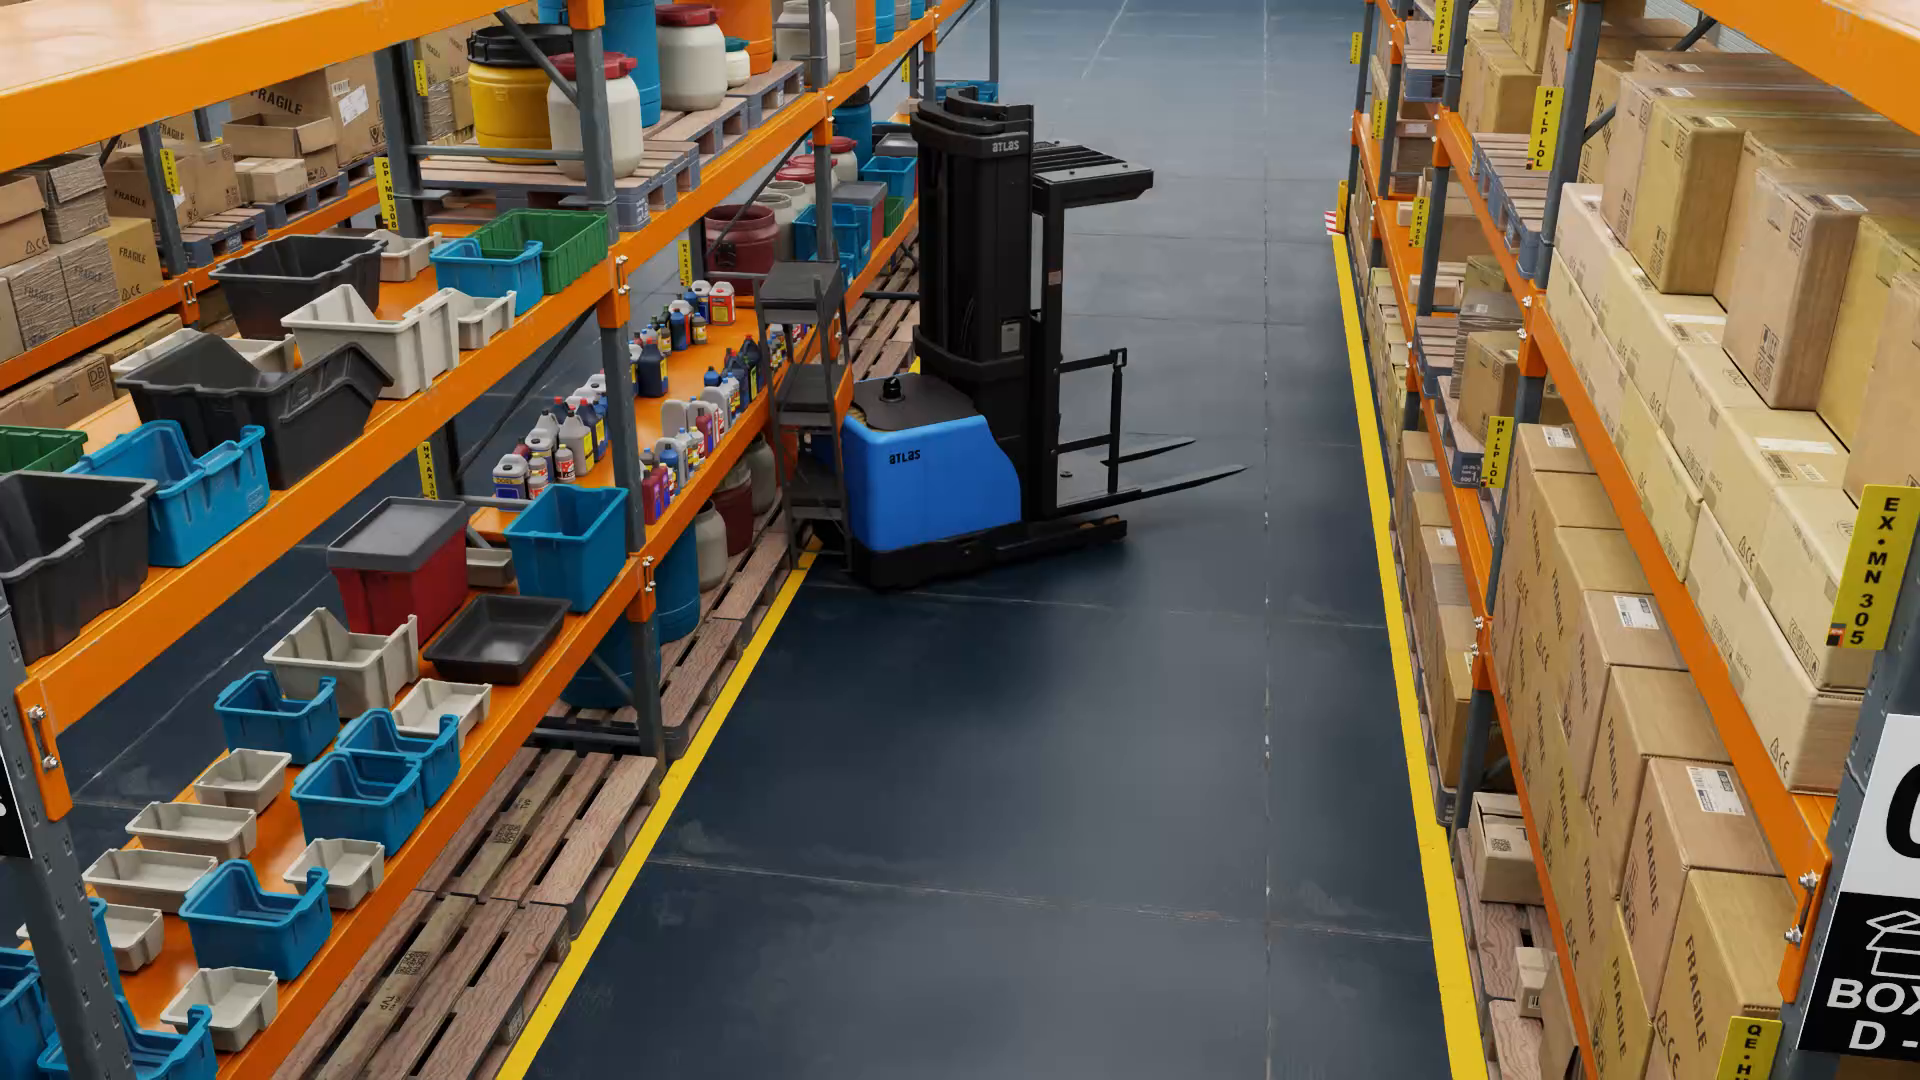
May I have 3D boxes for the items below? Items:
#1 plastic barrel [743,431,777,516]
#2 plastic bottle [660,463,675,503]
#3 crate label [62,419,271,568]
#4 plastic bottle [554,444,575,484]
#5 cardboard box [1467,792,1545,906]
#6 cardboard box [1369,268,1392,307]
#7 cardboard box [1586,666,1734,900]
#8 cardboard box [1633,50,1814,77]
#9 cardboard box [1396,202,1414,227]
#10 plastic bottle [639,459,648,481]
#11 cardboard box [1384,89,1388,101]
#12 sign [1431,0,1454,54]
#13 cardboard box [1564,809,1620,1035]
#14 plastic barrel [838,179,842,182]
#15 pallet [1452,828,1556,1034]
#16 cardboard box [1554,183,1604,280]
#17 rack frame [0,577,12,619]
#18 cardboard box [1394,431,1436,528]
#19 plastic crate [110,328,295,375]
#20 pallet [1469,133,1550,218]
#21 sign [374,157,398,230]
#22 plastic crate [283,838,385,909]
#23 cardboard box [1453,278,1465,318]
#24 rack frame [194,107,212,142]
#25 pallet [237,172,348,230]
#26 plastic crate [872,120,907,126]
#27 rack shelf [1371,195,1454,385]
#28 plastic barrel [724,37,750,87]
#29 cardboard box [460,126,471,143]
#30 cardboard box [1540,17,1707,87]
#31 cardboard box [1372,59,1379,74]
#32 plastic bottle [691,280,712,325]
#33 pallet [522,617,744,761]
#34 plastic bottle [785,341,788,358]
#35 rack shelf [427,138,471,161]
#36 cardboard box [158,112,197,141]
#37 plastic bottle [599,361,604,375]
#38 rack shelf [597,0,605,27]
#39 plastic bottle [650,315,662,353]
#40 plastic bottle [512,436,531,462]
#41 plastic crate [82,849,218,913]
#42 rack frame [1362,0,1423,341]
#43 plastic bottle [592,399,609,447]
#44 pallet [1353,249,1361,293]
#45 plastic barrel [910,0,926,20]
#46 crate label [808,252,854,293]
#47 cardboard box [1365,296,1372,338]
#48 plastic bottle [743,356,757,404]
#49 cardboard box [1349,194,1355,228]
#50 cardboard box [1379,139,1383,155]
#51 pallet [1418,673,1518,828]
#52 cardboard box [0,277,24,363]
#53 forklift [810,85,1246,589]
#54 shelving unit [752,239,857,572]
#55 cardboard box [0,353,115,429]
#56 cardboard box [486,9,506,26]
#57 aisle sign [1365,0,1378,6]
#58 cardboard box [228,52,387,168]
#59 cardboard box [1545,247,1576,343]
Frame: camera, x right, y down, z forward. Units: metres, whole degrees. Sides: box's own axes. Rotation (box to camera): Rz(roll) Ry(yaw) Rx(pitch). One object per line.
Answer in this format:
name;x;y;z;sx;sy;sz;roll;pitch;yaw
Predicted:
plastic barrel;-1.444;-0.447;11.106;0.421;0.512;0.421;0;25;0
plastic bottle;-1.527;-0.298;8.583;0.097;0.201;0.097;0;25;0
crate label;-2.214;-0.141;4.649;0.408;0.251;0.502;4;25;9
plastic bottle;-2.099;-0.408;8.818;0.097;0.201;0.097;0;25;0
cardboard box;2.574;1.365;7.449;0.500;0.311;0.500;4;25;9
cardboard box;3.850;-2.203;14.506;0.500;0.311;0.500;4;25;9
cardboard box;2.166;0.727;4.861;0.500;0.500;0.500;5;25;10
cardboard box;2.814;-1.465;6.006;0.700;0.500;0.500;4;25;9
cardboard box;3.817;-2.690;13.755;0.380;0.149;0.250;4;25;9
plastic bottle;-1.646;-0.278;8.364;0.144;0.351;0.185;4;25;9
cardboard box;4.206;-4.159;15.713;0.380;0.149;0.250;5;25;10
sign;2.964;-3.158;10.216;0.100;0.325;0.005;4;25;9
cardboard box;2.175;1.182;5.069;0.500;0.500;0.500;4;25;9
plastic barrel;-1.090;-2.899;14.069;0.301;0.262;0.301;0;25;0
pallet;2.743;1.736;7.293;1.003;0.211;1.213;4;25;9
cardboard box;2.532;-1.145;6.207;0.500;0.250;0.500;4;25;9
rack frame;-2.684;-1.203;3.205;1.000;3.000;0.127;4;25;9
cardboard box;3.154;-0.384;10.961;0.500;0.500;0.500;5;26;11
plastic crate;-2.591;-0.607;5.780;0.437;0.136;0.530;4;25;9
pallet;3.198;-1.789;8.218;1.213;0.211;1.003;4;25;9
sign;-2.572;-1.560;7.497;0.100;0.325;0.005;4;25;9
plastic crate;-2.074;1.114;5.573;0.250;0.136;0.298;4;25;9
cardboard box;3.612;-1.596;11.226;0.500;0.311;0.500;6;26;12
rack frame;-9.832;-5.907;20.331;1.000;3.000;0.127;4;25;9
pallet;-5.980;-2.919;14.174;1.003;0.211;1.213;4;25;9
plastic crate;-0.810;-3.919;16.260;0.499;0.251;0.616;4;25;9
rack shelf;3.837;-1.998;12.828;1.077;0.370;4.000;4;25;9
plastic barrel;-1.407;-2.859;9.950;0.301;0.262;0.301;0;25;0
cardboard box;-5.178;-4.119;16.807;0.380;0.149;0.250;4;25;9
cardboard box;3.226;-2.217;8.179;0.600;0.600;0.600;3;25;6
cardboard box;4.500;-4.912;17.323;0.380;0.149;0.250;3;25;7
plastic bottle;-1.766;-1.617;11.313;0.152;0.276;0.135;4;25;9
pallet;-1.863;0.784;9.326;1.003;0.211;1.213;4;25;9
plastic bottle;-1.144;-1.278;10.675;0.097;0.201;0.097;0;25;0
rack shelf;-5.282;-4.359;17.872;1.077;0.370;4.000;4;25;9
cardboard box;-9.878;-4.847;20.077;0.875;0.875;0.875;4;25;9
plastic bottle;-2.090;-0.910;9.794;0.061;0.283;0.133;4;25;9
rack shelf;-1.703;-3.206;8.804;1.077;0.370;4.000;4;25;9
plastic bottle;-1.946;-1.278;10.579;0.061;0.283;0.133;4;25;9
plastic bottle;-2.292;-0.393;8.690;0.061;0.283;0.133;4;25;9
plastic crate;-2.667;1.132;5.533;0.396;0.136;0.243;4;25;9
rack frame;4.164;-3.160;14.463;1.000;3.000;0.127;4;25;9
plastic bottle;-2.016;-0.651;9.254;0.097;0.271;0.097;0;25;0
pallet;4.532;-2.739;16.852;1.003;0.211;1.213;4;25;9
plastic barrel;-0.592;-4.863;13.971;0.600;0.901;0.708;4;25;9
crate label;-0.938;-1.906;11.982;0.303;0.233;0.416;4;25;9
cardboard box;3.853;-1.953;14.633;0.500;0.250;0.500;3;25;7
plastic bottle;-1.260;-0.969;9.920;0.061;0.283;0.133;4;25;9
cardboard box;4.510;-3.569;18.085;0.500;0.250;0.500;4;25;9
cardboard box;4.478;-4.036;16.217;0.700;0.500;0.500;5;26;10
pallet;2.952;1.106;8.638;1.003;0.211;1.213;4;25;9
cardboard box;-6.352;-1.359;10.496;0.500;0.500;0.500;5;25;10
forklift;0.548;-1.454;10.898;3.031;2.935;1.130;-13;28;-26
shelving unit;-0.904;-0.798;10.339;0.431;2.100;0.503;3;36;9
cardboard box;-6.549;-0.743;11.311;1.225;0.875;0.875;4;25;9
cardboard box;-5.051;-5.280;17.343;0.500;0.500;0.500;4;25;9
aisle sign;4.526;-6.059;17.590;0.394;0.787;0.004;4;25;9
cardboard box;-5.877;-3.987;15.027;1.000;1.000;1.000;4;25;9
cardboard box;2.533;-0.919;6.313;0.500;0.250;0.500;4;25;9
